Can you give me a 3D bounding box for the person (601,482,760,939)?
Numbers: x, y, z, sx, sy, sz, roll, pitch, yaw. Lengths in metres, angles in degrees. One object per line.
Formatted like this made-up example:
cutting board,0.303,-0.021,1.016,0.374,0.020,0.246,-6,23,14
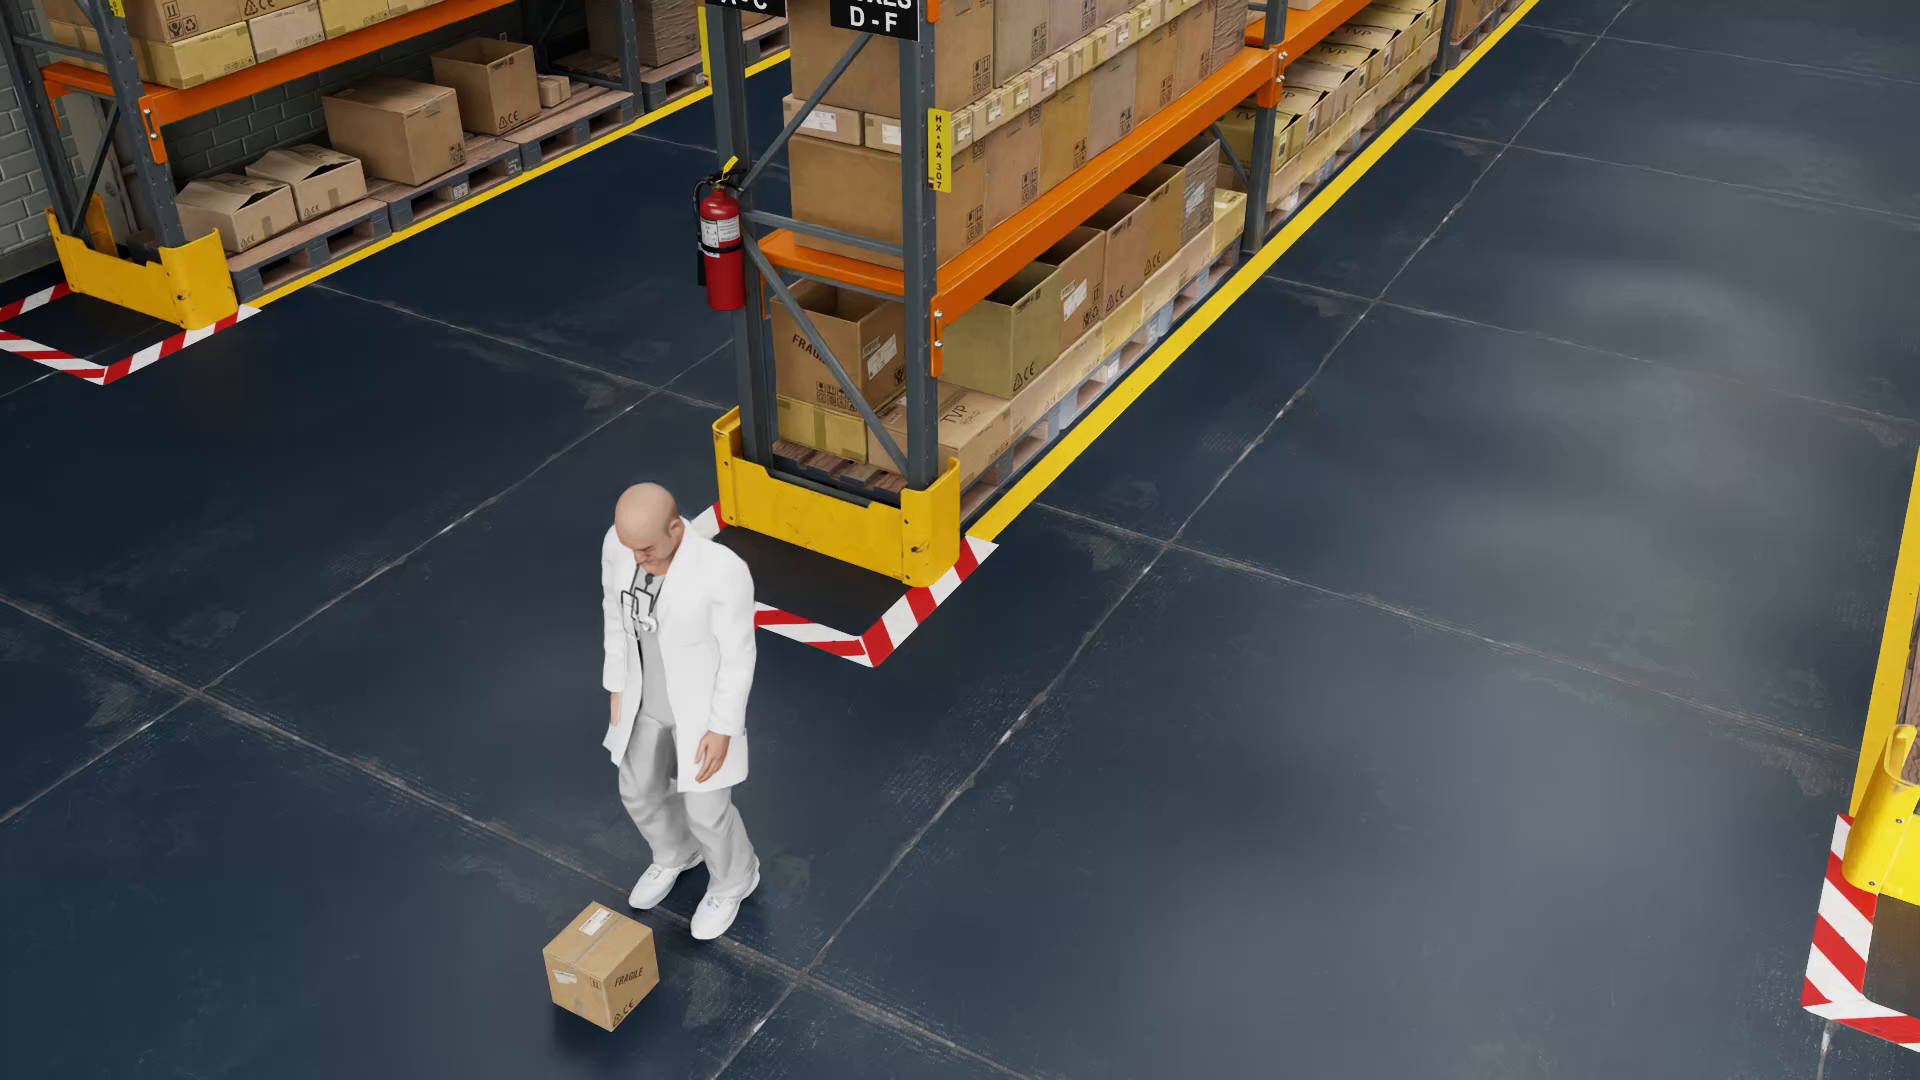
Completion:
person,-0.899,0.537,5.391,0.583,1.746,0.396,19,38,26
